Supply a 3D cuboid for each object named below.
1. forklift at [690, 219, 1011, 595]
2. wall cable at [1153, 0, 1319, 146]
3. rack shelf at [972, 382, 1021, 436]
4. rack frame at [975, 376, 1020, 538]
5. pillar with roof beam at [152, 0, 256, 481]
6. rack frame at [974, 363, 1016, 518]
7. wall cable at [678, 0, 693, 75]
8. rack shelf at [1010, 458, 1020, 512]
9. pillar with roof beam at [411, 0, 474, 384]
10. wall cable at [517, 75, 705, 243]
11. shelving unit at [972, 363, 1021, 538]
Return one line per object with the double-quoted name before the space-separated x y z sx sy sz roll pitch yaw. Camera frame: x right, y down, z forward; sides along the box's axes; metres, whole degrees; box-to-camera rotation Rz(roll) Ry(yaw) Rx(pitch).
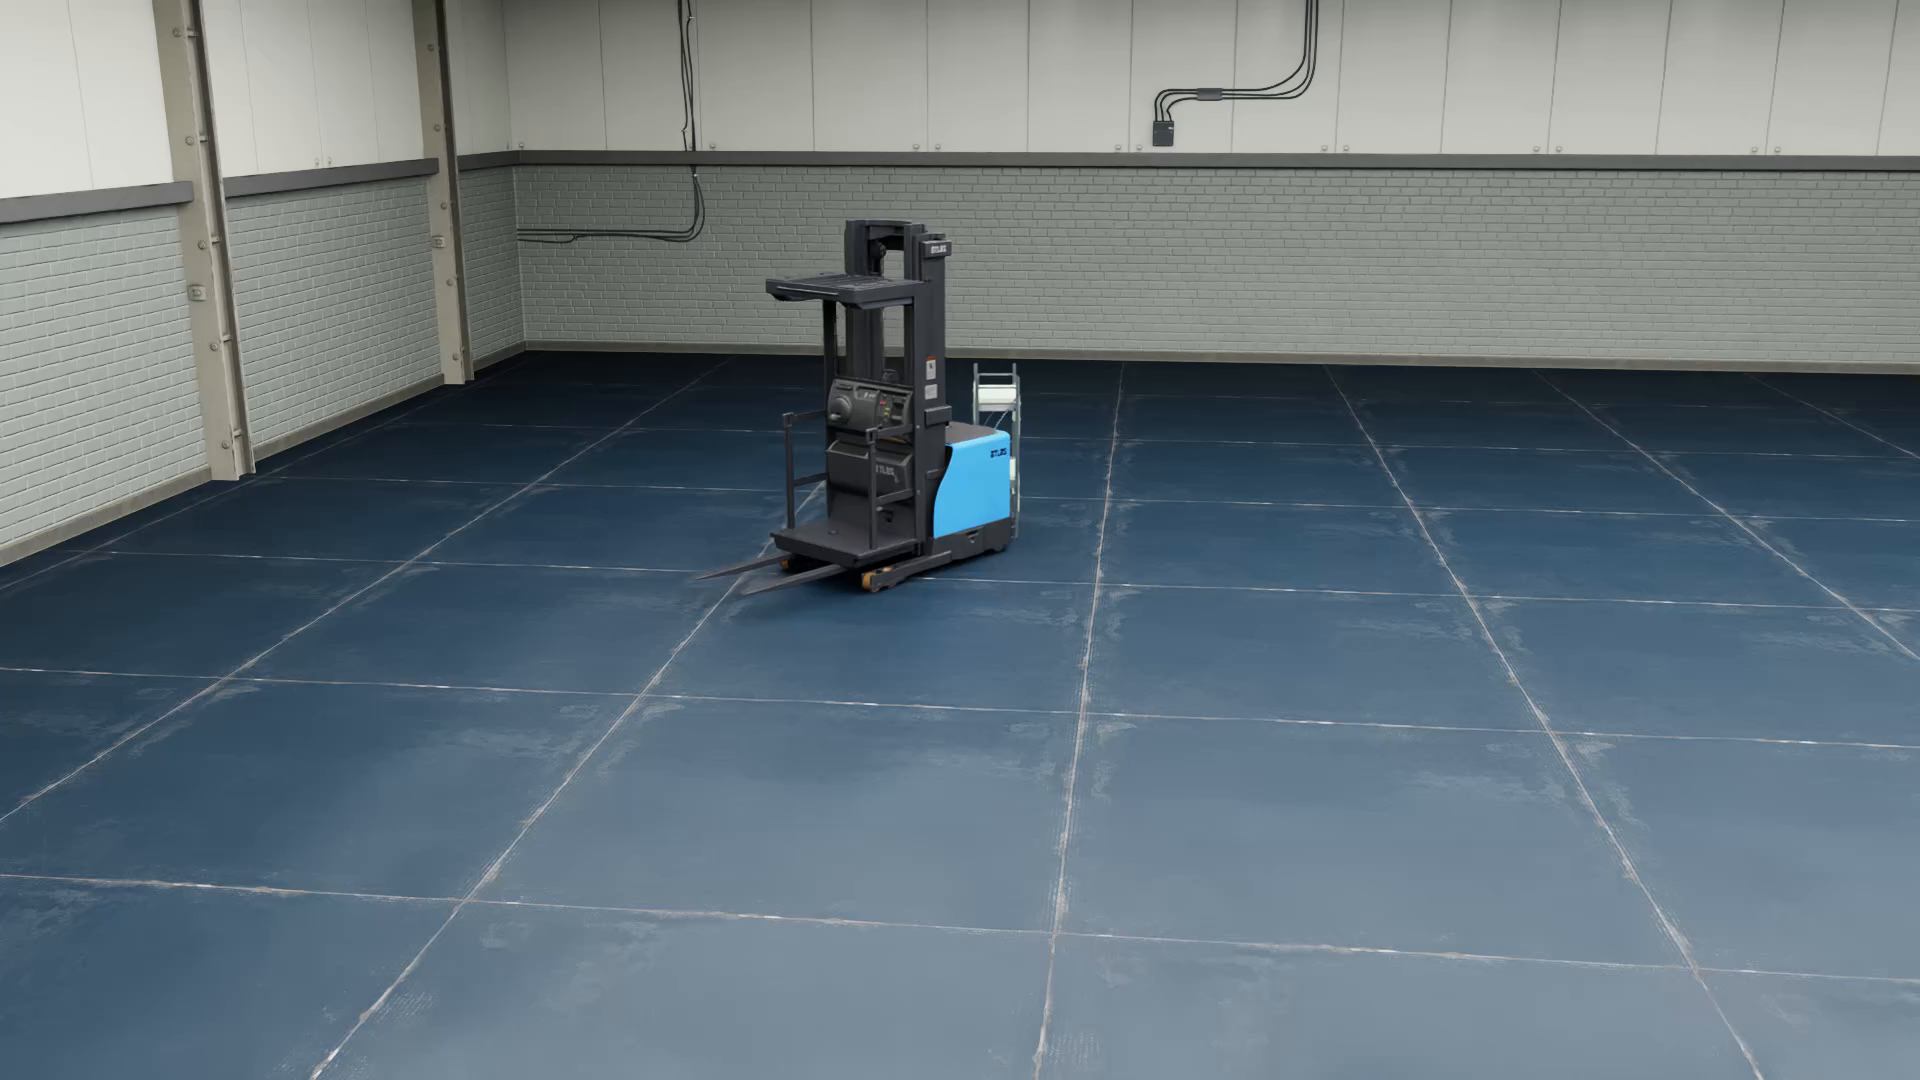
"forklift" -0.901 -1.133 13.825 1.130 2.935 3.031 13 20 40
"wall cable" 3.977 -8.668 23.552 2.305 6.003 0.169 2 15 6
"rack shelf" 0.332 -1.220 15.393 0.431 0.370 0.720 0 15 0
"rack frame" 0.335 -0.748 15.142 0.400 1.500 0.023 0 15 0
"pillar with roof beam" -3.499 -4.902 16.140 9.100 9.000 0.400 2 15 6
"rack frame" 0.329 -0.939 15.848 0.400 1.500 0.023 0 15 0
"wall cable" -2.766 -8.170 24.497 3.097 2.526 0.112 2 15 6
"rack shelf" 0.332 -0.528 15.580 0.431 0.370 0.720 0 15 0
"pillar with roof beam" -2.822 -6.458 21.895 9.100 9.000 0.400 2 15 6
"wall cable" -5.454 -5.811 25.451 3.097 2.526 0.112 2 15 6
"shelving unit" 0.332 -0.843 15.495 0.431 1.500 0.755 0 15 0
